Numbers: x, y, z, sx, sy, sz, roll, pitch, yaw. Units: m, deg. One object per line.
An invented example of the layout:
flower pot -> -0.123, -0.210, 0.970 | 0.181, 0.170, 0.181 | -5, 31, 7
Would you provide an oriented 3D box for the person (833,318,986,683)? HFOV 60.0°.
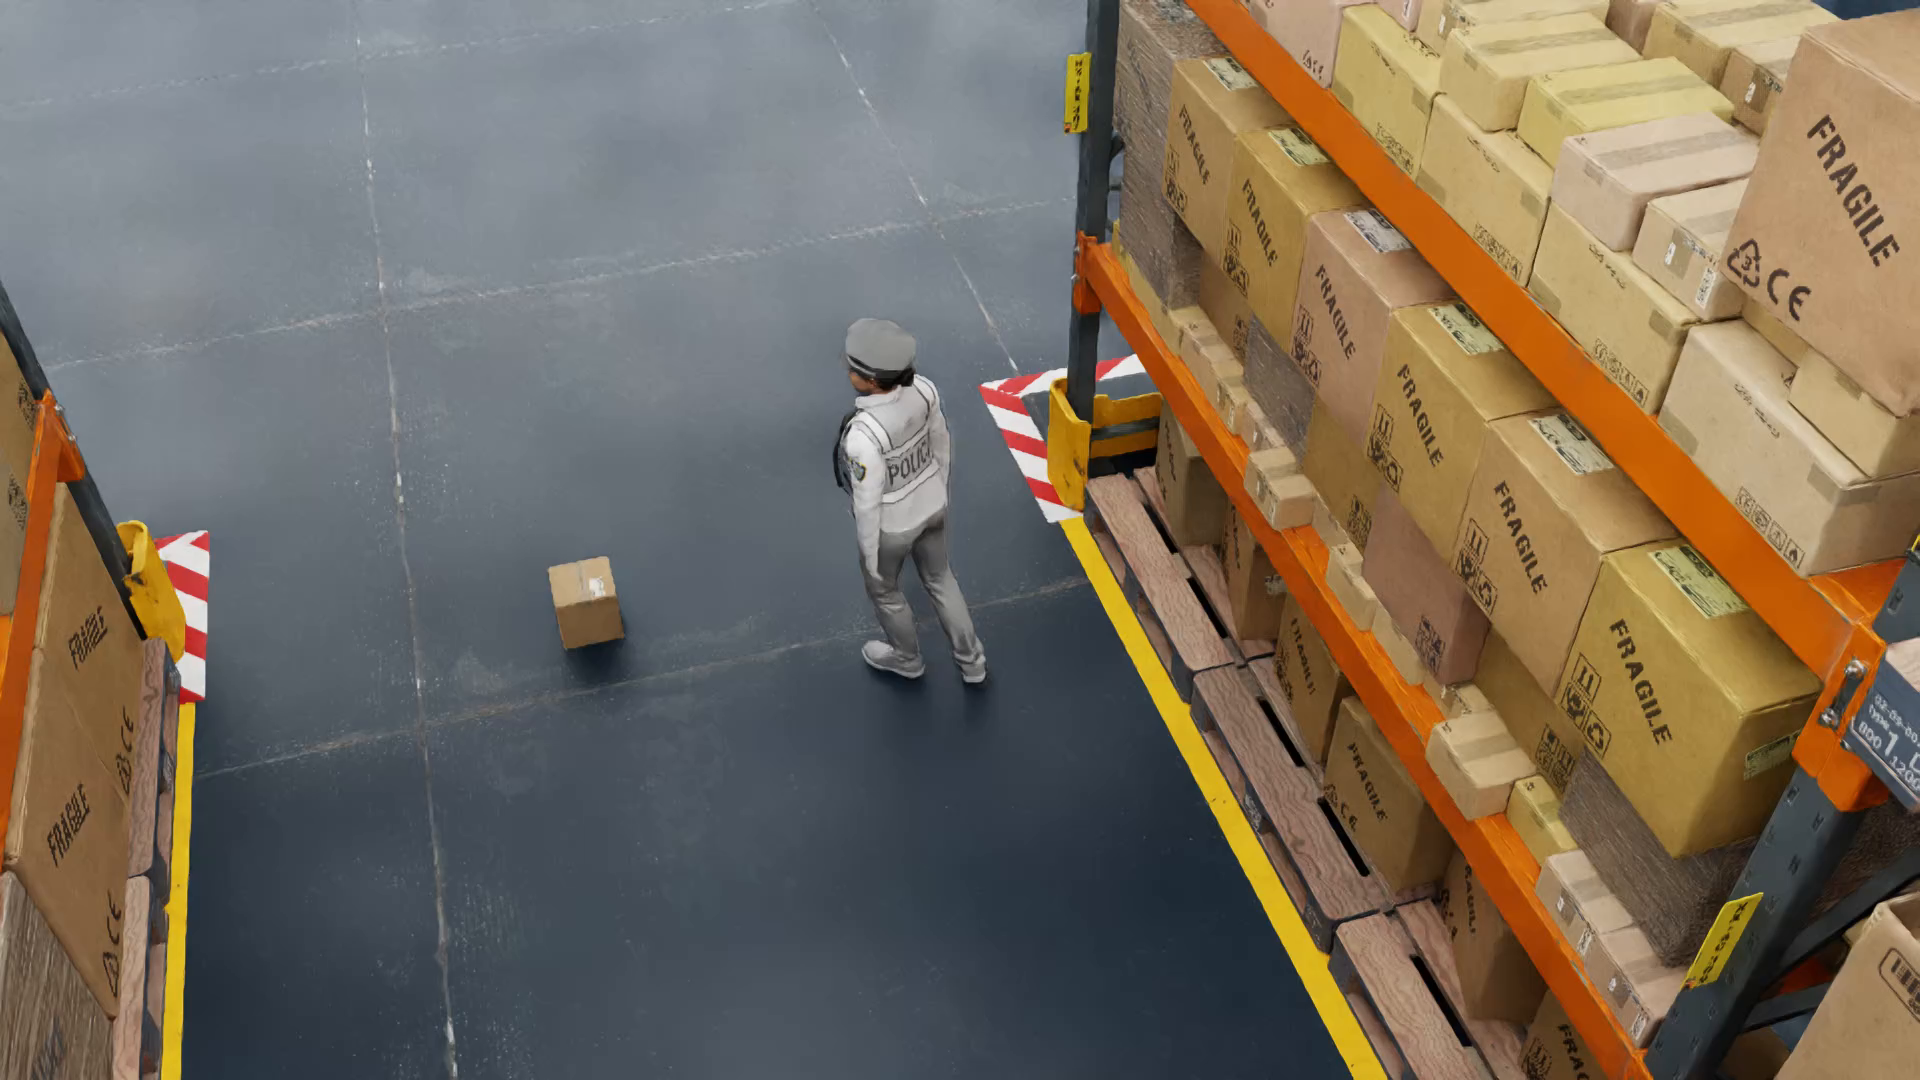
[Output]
person -> -0.163, -0.069, 6.228 | 0.530, 1.667, 0.525 | 30, 50, 28
